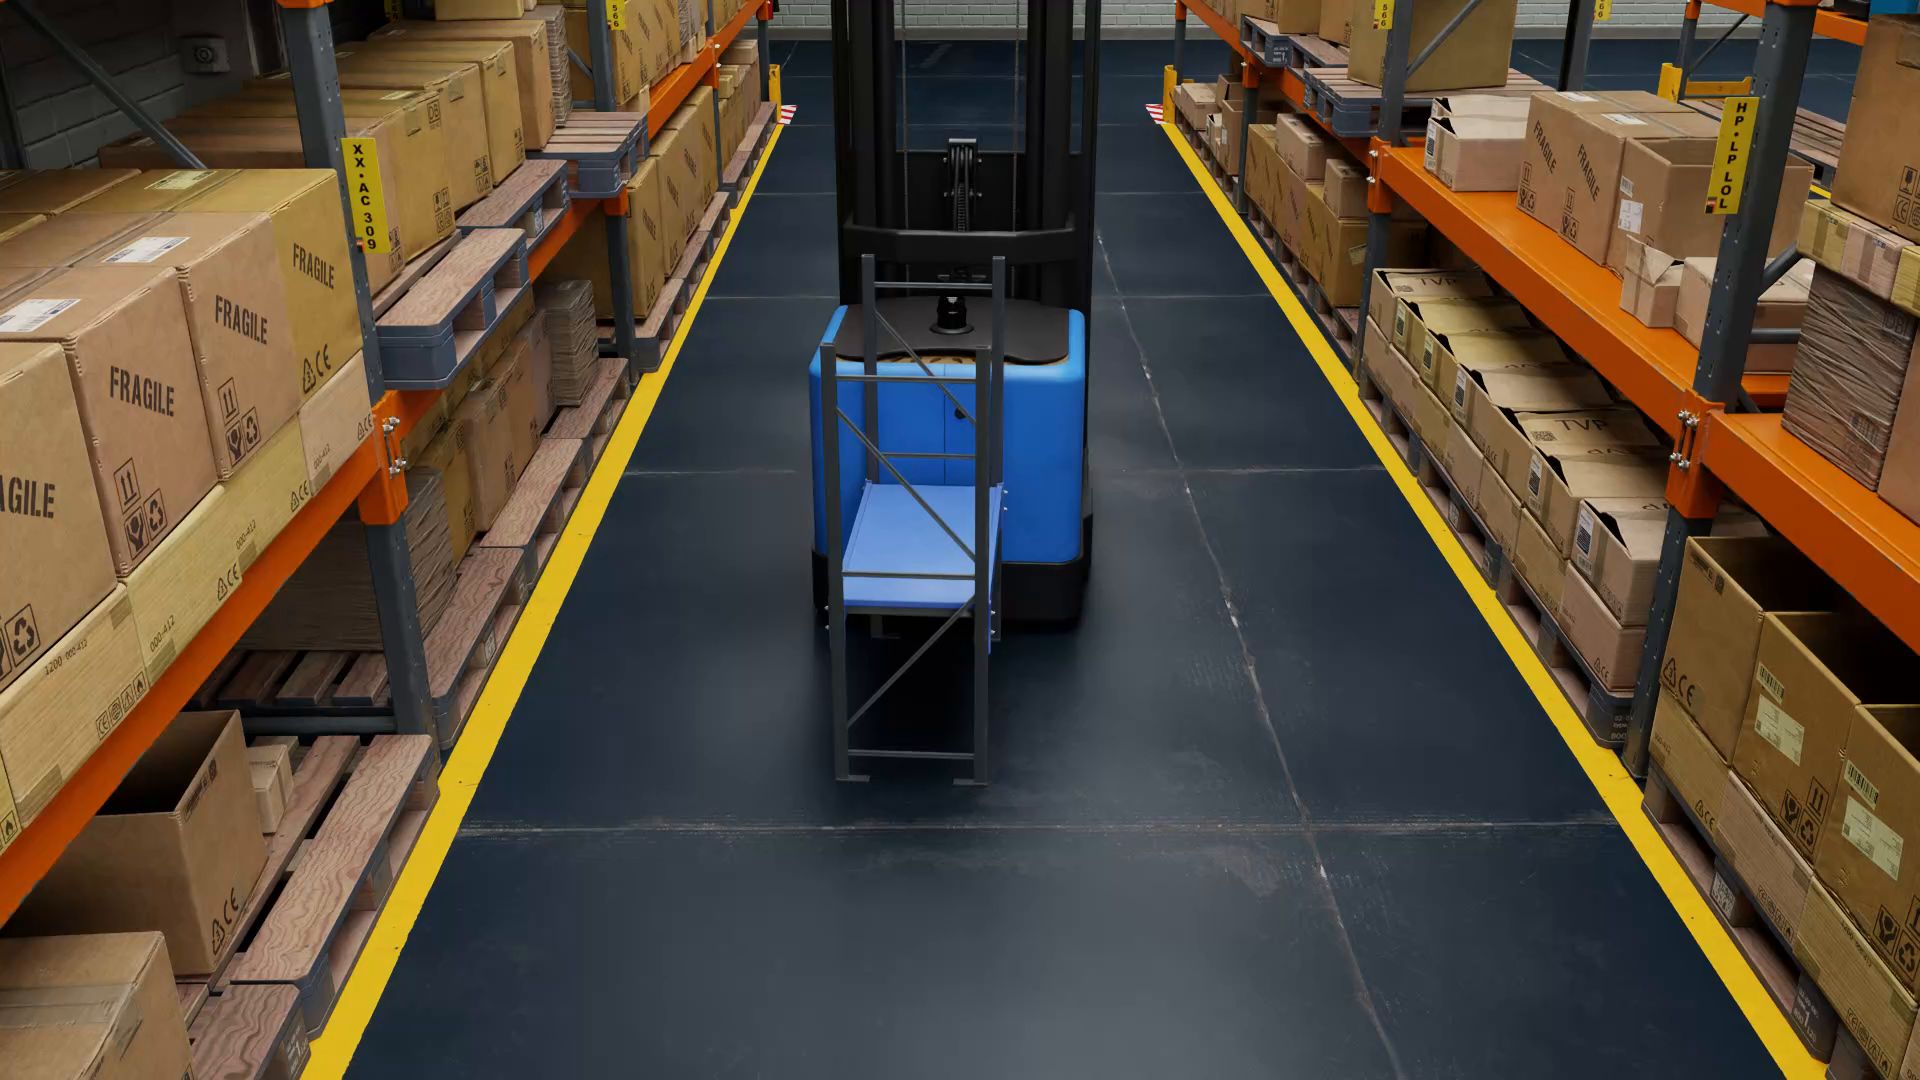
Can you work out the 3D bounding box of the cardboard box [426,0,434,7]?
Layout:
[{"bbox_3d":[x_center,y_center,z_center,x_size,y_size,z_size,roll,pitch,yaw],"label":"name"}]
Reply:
[{"bbox_3d":[-2.537,-2.940,8.694,0.500,0.250,0.500,0,24,1],"label":"cardboard box"}]

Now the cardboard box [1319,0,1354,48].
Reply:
[{"bbox_3d":[2.718,-3.404,10.505,0.700,0.500,0.500,-6,25,-14],"label":"cardboard box"}]

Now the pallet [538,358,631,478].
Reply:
[{"bbox_3d":[-2.265,-0.630,8.387,1.003,0.211,1.213,0,24,-1],"label":"pallet"}]

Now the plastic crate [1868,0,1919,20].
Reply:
[{"bbox_3d":[7.244,-4.126,12.680,0.392,0.384,0.575,0,24,-1],"label":"plastic crate"}]

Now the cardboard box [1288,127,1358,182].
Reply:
[{"bbox_3d":[2.416,-2.478,10.680,0.500,0.250,0.500,-1,24,-2],"label":"cardboard box"}]

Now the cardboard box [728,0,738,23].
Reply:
[{"bbox_3d":[-2.308,-4.532,13.266,0.980,0.700,0.700,-1,24,-2],"label":"cardboard box"}]

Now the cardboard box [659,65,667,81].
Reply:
[{"bbox_3d":[-2.068,-2.994,10.511,0.380,0.149,0.250,0,24,1],"label":"cardboard box"}]

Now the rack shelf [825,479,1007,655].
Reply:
[{"bbox_3d":[-0.127,0.069,5.715,0.538,0.185,1.000,2,24,3],"label":"rack shelf"}]

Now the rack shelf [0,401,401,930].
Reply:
[{"bbox_3d":[-2.207,0.578,3.206,1.077,0.370,4.000,0,24,-1],"label":"rack shelf"}]

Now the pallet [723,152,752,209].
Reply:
[{"bbox_3d":[-2.246,-2.914,13.436,1.003,0.211,1.213,0,24,-1],"label":"pallet"}]

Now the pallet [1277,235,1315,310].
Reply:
[{"bbox_3d":[2.700,-1.785,10.941,1.003,0.211,1.213,0,24,-1],"label":"pallet"}]

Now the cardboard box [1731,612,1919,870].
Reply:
[{"bbox_3d":[2.430,0.520,4.377,0.500,0.500,0.500,0,24,-1],"label":"cardboard box"}]

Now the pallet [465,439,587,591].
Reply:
[{"bbox_3d":[-2.255,-0.128,7.278,1.003,0.211,1.213,0,24,-1],"label":"pallet"}]

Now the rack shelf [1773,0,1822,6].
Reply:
[{"bbox_3d":[2.746,-0.813,2.640,1.077,0.370,4.000,0,24,-1],"label":"rack shelf"}]

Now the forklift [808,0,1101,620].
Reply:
[{"bbox_3d":[0.041,-1.594,7.218,1.130,2.935,3.031,2,24,3],"label":"forklift"}]

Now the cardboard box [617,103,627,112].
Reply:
[{"bbox_3d":[-2.038,-2.358,9.103,0.380,0.149,0.250,0,24,0],"label":"cardboard box"}]

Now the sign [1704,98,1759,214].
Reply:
[{"bbox_3d":[2.182,-1.083,4.696,0.100,0.325,0.005,0,24,-1],"label":"sign"}]

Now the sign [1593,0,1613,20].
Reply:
[{"bbox_3d":[3.236,-2.778,8.346,0.100,0.325,0.005,0,24,-1],"label":"sign"}]

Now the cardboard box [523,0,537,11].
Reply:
[{"bbox_3d":[-2.239,-2.622,7.965,0.380,0.149,0.250,-3,25,-7],"label":"cardboard box"}]

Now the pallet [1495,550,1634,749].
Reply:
[{"bbox_3d":[2.678,0.369,6.178,1.003,0.211,1.213,0,24,-1],"label":"pallet"}]

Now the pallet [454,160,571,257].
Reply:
[{"bbox_3d":[-2.210,-1.320,6.760,1.003,0.211,1.213,0,24,-1],"label":"pallet"}]

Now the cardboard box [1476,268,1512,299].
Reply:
[{"bbox_3d":[2.933,-1.226,8.466,0.500,0.311,0.500,0,24,1],"label":"cardboard box"}]

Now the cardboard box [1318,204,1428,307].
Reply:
[{"bbox_3d":[2.436,-1.692,9.851,0.500,0.500,0.500,1,24,2],"label":"cardboard box"}]

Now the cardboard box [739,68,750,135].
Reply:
[{"bbox_3d":[-2.240,-3.870,14.690,0.700,0.500,0.500,-1,24,-2],"label":"cardboard box"}]

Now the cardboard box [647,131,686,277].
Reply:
[{"bbox_3d":[-2.152,-2.099,10.350,0.750,0.750,0.750,0,24,-1],"label":"cardboard box"}]

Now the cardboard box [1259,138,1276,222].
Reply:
[{"bbox_3d":[2.416,-2.536,11.716,0.500,0.500,0.500,0,24,0],"label":"cardboard box"}]

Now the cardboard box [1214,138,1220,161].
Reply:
[{"bbox_3d":[2.283,-3.184,13.575,0.380,0.149,0.250,0,24,-1],"label":"cardboard box"}]

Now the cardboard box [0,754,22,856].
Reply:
[{"bbox_3d":[-1.893,0.507,2.647,0.500,0.250,0.500,-1,24,-1],"label":"cardboard box"}]

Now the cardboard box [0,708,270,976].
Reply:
[{"bbox_3d":[-2.177,0.792,4.359,0.500,0.500,0.500,-2,24,-5],"label":"cardboard box"}]

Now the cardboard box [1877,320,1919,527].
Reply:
[{"bbox_3d":[2.748,-0.243,4.027,0.700,0.500,0.500,-1,24,-1],"label":"cardboard box"}]

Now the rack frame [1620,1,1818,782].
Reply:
[{"bbox_3d":[2.725,-0.598,4.932,1.000,3.000,0.127,0,24,-1],"label":"rack frame"}]

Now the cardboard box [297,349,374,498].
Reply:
[{"bbox_3d":[-1.921,-0.321,4.478,0.500,0.250,0.500,0,24,0],"label":"cardboard box"}]

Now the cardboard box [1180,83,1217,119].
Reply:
[{"bbox_3d":[2.321,-4.059,15.387,0.500,0.250,0.500,0,24,-1],"label":"cardboard box"}]

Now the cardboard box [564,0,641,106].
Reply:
[{"bbox_3d":[-2.022,-2.614,8.883,0.500,0.500,0.500,0,24,1],"label":"cardboard box"}]

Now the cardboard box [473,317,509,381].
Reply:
[{"bbox_3d":[-2.258,-0.882,7.150,0.500,0.250,0.500,0,24,-1],"label":"cardboard box"}]

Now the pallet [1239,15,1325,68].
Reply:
[{"bbox_3d":[2.537,-3.477,11.531,1.003,0.211,1.213,0,24,-1],"label":"pallet"}]

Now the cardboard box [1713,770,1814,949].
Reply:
[{"bbox_3d":[2.427,0.862,4.531,0.500,0.250,0.500,0,24,-1],"label":"cardboard box"}]

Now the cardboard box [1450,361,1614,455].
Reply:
[{"bbox_3d":[2.417,-0.585,7.049,0.500,0.311,0.500,-1,24,-1],"label":"cardboard box"}]

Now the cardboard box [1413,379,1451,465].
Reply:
[{"bbox_3d":[2.411,-0.546,7.645,0.500,0.250,0.500,-1,24,-2],"label":"cardboard box"}]

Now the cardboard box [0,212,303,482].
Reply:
[{"bbox_3d":[-1.903,-0.458,3.869,0.500,0.500,0.500,0,24,-1],"label":"cardboard box"}]

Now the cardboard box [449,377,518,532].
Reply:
[{"bbox_3d":[-2.274,-0.362,6.910,0.700,0.500,0.500,0,24,0],"label":"cardboard box"}]

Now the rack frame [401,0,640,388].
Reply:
[{"bbox_3d":[-2.272,-2.222,8.524,1.000,3.000,0.127,0,24,-1],"label":"rack frame"}]

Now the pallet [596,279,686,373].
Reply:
[{"bbox_3d":[-2.206,-1.277,9.818,1.003,0.211,1.213,0,24,-1],"label":"pallet"}]

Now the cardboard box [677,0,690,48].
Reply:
[{"bbox_3d":[-2.047,-3.455,10.742,0.500,0.500,0.500,0,24,0],"label":"cardboard box"}]

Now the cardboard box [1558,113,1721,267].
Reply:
[{"bbox_3d":[2.721,-1.384,6.548,0.500,0.500,0.500,0,24,0],"label":"cardboard box"}]

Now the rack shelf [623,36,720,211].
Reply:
[{"bbox_3d":[-2.294,-2.719,10.494,1.077,0.370,4.000,0,24,-1],"label":"rack shelf"}]

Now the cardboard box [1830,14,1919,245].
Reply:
[{"bbox_3d":[2.736,-1.052,4.240,0.700,0.500,0.500,0,24,0],"label":"cardboard box"}]

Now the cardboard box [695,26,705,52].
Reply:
[{"bbox_3d":[-2.003,-3.523,11.681,0.380,0.149,0.250,0,24,0],"label":"cardboard box"}]

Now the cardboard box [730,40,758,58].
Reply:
[{"bbox_3d":[-2.068,-4.527,15.356,0.380,0.149,0.250,-1,24,-1],"label":"cardboard box"}]

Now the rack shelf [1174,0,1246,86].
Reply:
[{"bbox_3d":[2.615,-4.391,14.191,1.077,0.370,4.000,0,24,-1],"label":"rack shelf"}]

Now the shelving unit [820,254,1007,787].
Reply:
[{"bbox_3d":[-0.127,-0.095,5.641,0.538,1.500,1.048,2,24,3],"label":"shelving unit"}]

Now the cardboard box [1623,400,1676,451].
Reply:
[{"bbox_3d":[2.962,-0.383,6.603,0.500,0.311,0.500,-1,24,-2],"label":"cardboard box"}]

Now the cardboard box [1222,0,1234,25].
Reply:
[{"bbox_3d":[2.368,-4.357,13.123,0.500,0.500,0.500,0,24,1],"label":"cardboard box"}]

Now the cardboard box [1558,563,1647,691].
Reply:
[{"bbox_3d":[2.430,0.294,5.787,0.500,0.250,0.500,0,24,-1],"label":"cardboard box"}]

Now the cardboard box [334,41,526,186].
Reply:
[{"bbox_3d":[-2.221,-1.762,6.850,0.700,0.500,0.500,0,24,-1],"label":"cardboard box"}]
